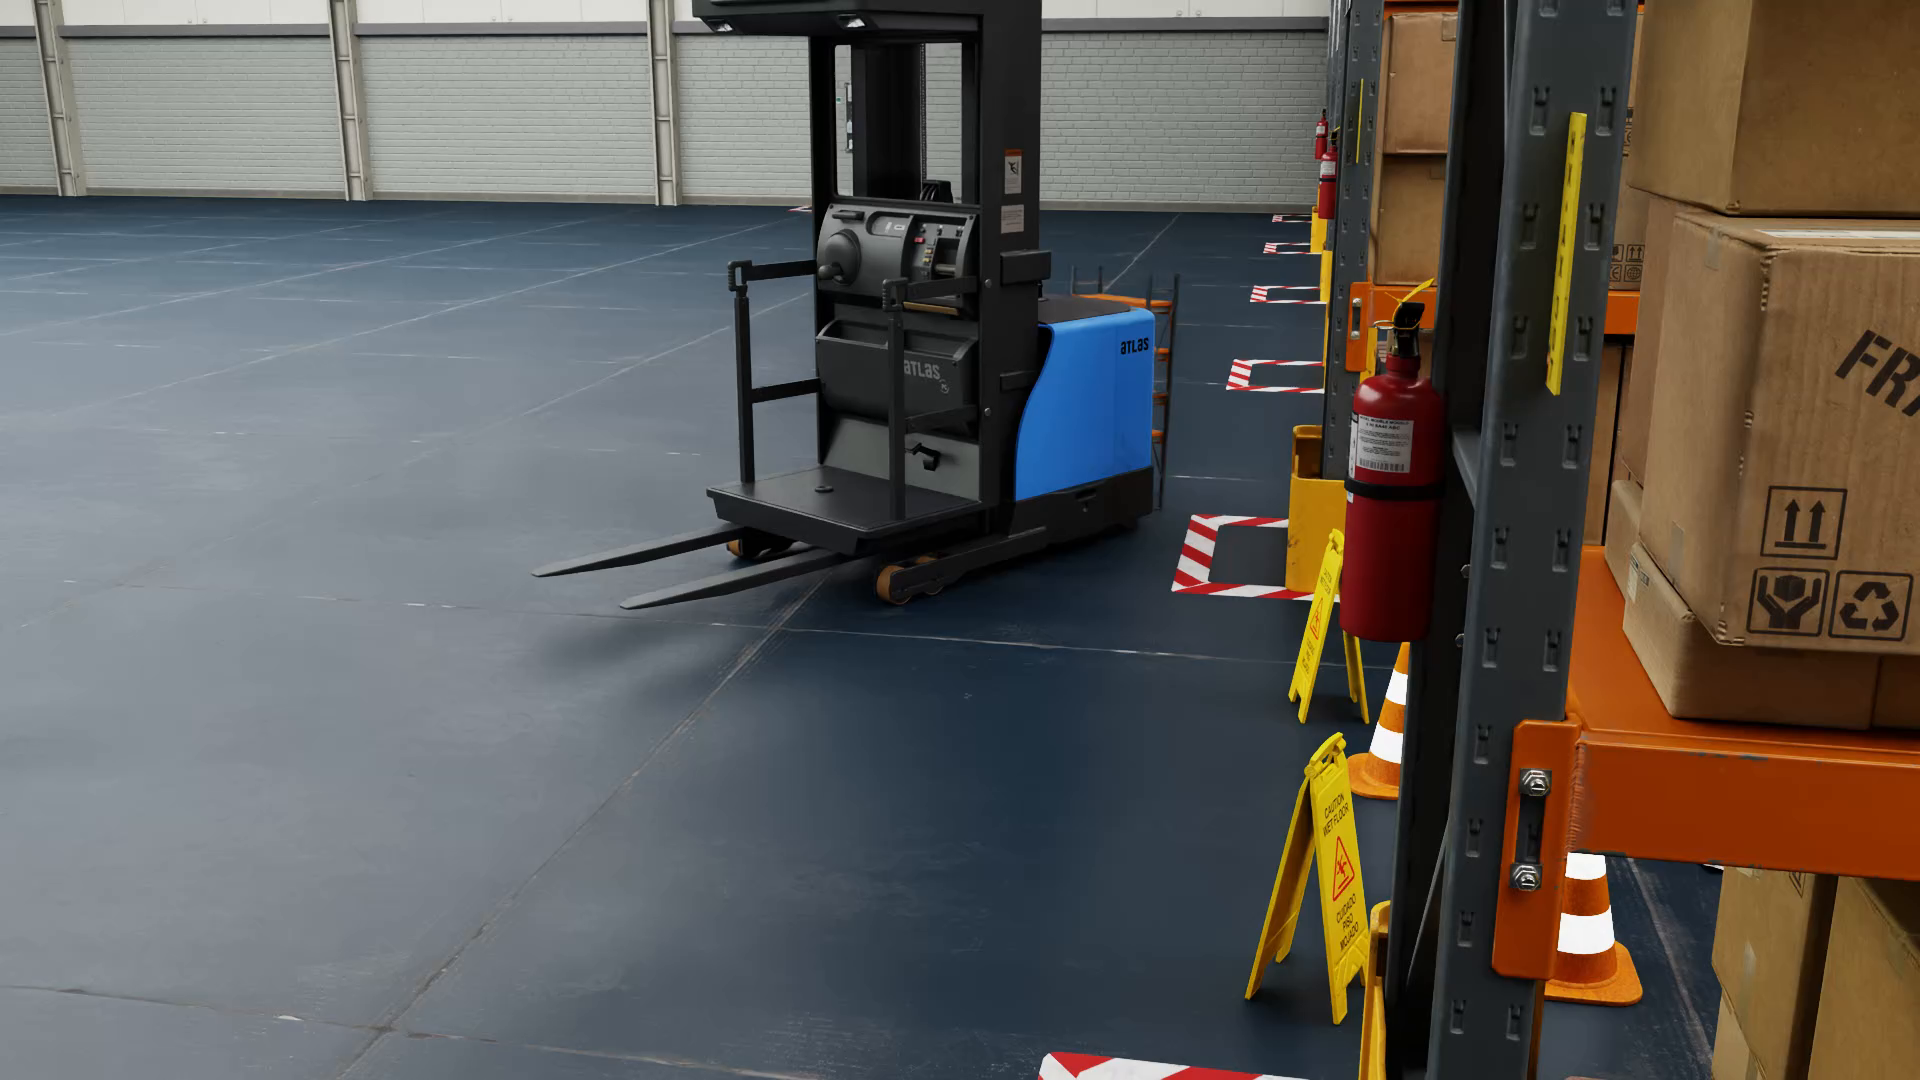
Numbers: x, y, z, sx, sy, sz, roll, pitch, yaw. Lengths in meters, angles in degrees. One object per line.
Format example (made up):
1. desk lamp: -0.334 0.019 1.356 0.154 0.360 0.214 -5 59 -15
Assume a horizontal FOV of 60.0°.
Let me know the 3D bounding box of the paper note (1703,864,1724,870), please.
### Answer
1. paper note: 2.151 0.895 4.702 0.142 0.019 0.148 -2 16 -8

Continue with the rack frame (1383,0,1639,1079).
1. rack frame: 0.827 -0.064 2.604 0.053 2.616 0.949 3 16 11

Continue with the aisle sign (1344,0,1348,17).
1. aisle sign: 1.705 -2.700 7.252 0.004 0.787 0.394 3 16 11

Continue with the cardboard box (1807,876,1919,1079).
1. cardboard box: 1.586 0.813 2.398 0.500 0.500 0.500 3 16 9

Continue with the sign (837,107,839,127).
1. sign: -2.193 -7.268 28.544 0.234 0.329 0.001 3 16 11

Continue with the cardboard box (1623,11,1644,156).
1. cardboard box: 2.628 -1.923 7.011 0.550 0.550 0.875 3 16 11

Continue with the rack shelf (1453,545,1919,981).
1. rack shelf: 2.788 0.388 2.319 4.000 0.370 1.077 3 16 11

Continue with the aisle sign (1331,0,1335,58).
1. aisle sign: 4.774 -6.582 21.264 0.004 0.787 0.394 3 16 11

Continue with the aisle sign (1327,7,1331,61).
1. aisle sign: 5.633 -7.723 25.383 0.004 0.787 0.394 3 16 11

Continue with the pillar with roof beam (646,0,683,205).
1. pillar with roof beam: -5.995 -9.137 24.120 0.400 9.000 9.100 3 16 11

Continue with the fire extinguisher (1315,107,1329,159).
1. fire extinguisher: 4.757 -5.339 21.793 0.183 0.674 0.296 3 16 11

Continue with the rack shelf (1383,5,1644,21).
1. rack shelf: 5.749 -4.946 15.955 4.000 0.370 1.077 3 16 11

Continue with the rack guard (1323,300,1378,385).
1. rack guard: 2.877 -1.449 12.285 0.348 0.500 1.175 3 16 11

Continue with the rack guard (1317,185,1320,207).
1. rack guard: 5.838 -5.336 26.319 0.348 0.500 1.175 3 16 11

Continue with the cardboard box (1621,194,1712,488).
1. cardboard box: 1.414 -0.300 2.710 0.500 0.500 0.500 3 16 10

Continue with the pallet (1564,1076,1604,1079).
1. pallet: 1.691 1.335 2.776 1.213 0.211 1.003 3 16 11

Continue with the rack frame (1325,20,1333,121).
1. rack frame: 5.764 -6.545 26.000 0.127 3.000 1.000 3 16 11

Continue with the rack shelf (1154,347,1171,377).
1. rack shelf: 0.814 -0.929 8.484 0.480 0.148 0.258 14 18 42

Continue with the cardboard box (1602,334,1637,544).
1. cardboard box: 3.255 -0.479 7.294 0.875 0.875 0.875 3 16 10

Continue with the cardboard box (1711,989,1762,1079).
1. cardboard box: 1.697 1.032 3.013 0.500 0.250 0.500 3 16 11

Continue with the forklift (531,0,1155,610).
1. forklift: -0.433 -1.293 7.170 1.130 2.935 3.031 14 21 42

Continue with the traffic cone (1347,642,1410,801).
1. traffic cone: 1.394 0.535 5.195 0.334 0.463 0.336 3 16 11

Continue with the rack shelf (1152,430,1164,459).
1. rack shelf: 0.796 -0.518 8.579 0.480 0.148 0.258 14 18 42

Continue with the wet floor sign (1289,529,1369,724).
1. wet floor sign: 1.292 0.286 5.752 0.232 0.644 0.267 0 15 1

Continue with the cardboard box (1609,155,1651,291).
1. cardboard box: 2.631 -1.406 7.168 0.550 0.550 0.875 3 16 11

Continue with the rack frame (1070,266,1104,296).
1. rack frame: 0.632 -0.822 8.682 0.015 1.200 0.240 14 18 42

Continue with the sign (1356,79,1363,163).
1. sign: 1.599 -1.676 6.653 0.005 0.325 0.100 3 16 11

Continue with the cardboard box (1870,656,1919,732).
1. cardboard box: 1.370 0.138 2.345 0.250 0.149 0.380 3 16 12

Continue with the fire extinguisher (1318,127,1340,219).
1. fire extinguisher: 2.782 -2.747 12.434 0.183 0.674 0.296 3 16 11

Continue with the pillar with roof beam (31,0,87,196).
1. pillar with roof beam: -17.755 -9.775 26.425 0.400 9.000 9.100 3 16 11

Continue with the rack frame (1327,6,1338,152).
1. rack frame: 4.780 -5.249 21.321 0.127 3.000 1.000 3 16 11

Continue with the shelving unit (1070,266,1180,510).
1. shelving unit: 0.808 -0.776 8.519 0.503 1.200 0.258 14 18 42

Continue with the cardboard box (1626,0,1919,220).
1. cardboard box: 1.372 -0.768 2.529 0.500 0.500 0.700 3 16 10

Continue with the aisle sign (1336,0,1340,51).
1. aisle sign: 3.778 -5.287 16.591 0.004 0.787 0.394 3 16 11

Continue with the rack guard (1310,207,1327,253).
1. rack guard: 4.757 -4.045 21.659 0.348 0.500 1.175 3 16 11
